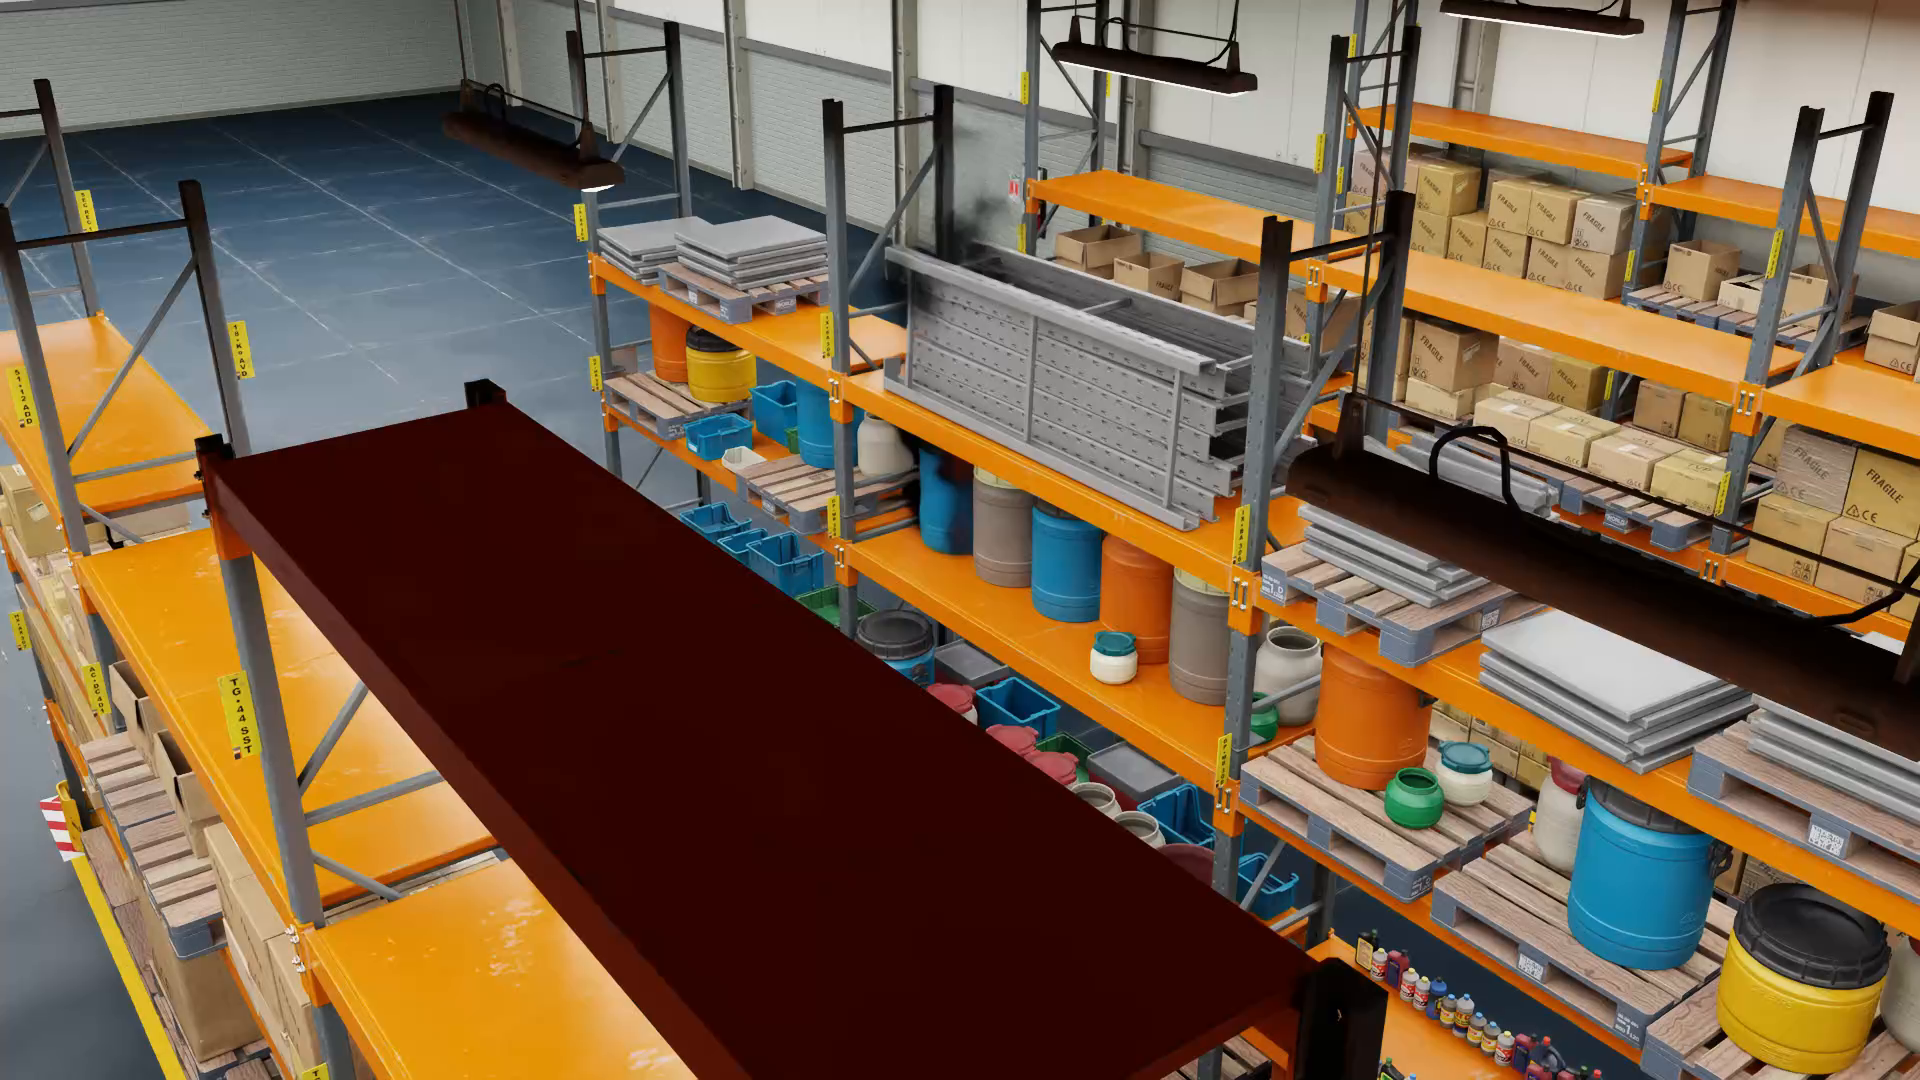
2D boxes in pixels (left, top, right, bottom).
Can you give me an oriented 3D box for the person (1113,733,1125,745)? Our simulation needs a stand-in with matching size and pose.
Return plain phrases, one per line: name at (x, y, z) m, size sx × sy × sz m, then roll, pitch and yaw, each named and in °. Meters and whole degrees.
person at (1.545, 1.428, 13.844) m, size 0.597 × 1.728 × 0.671 m, roll 21°, pitch 32°, yaw 37°
